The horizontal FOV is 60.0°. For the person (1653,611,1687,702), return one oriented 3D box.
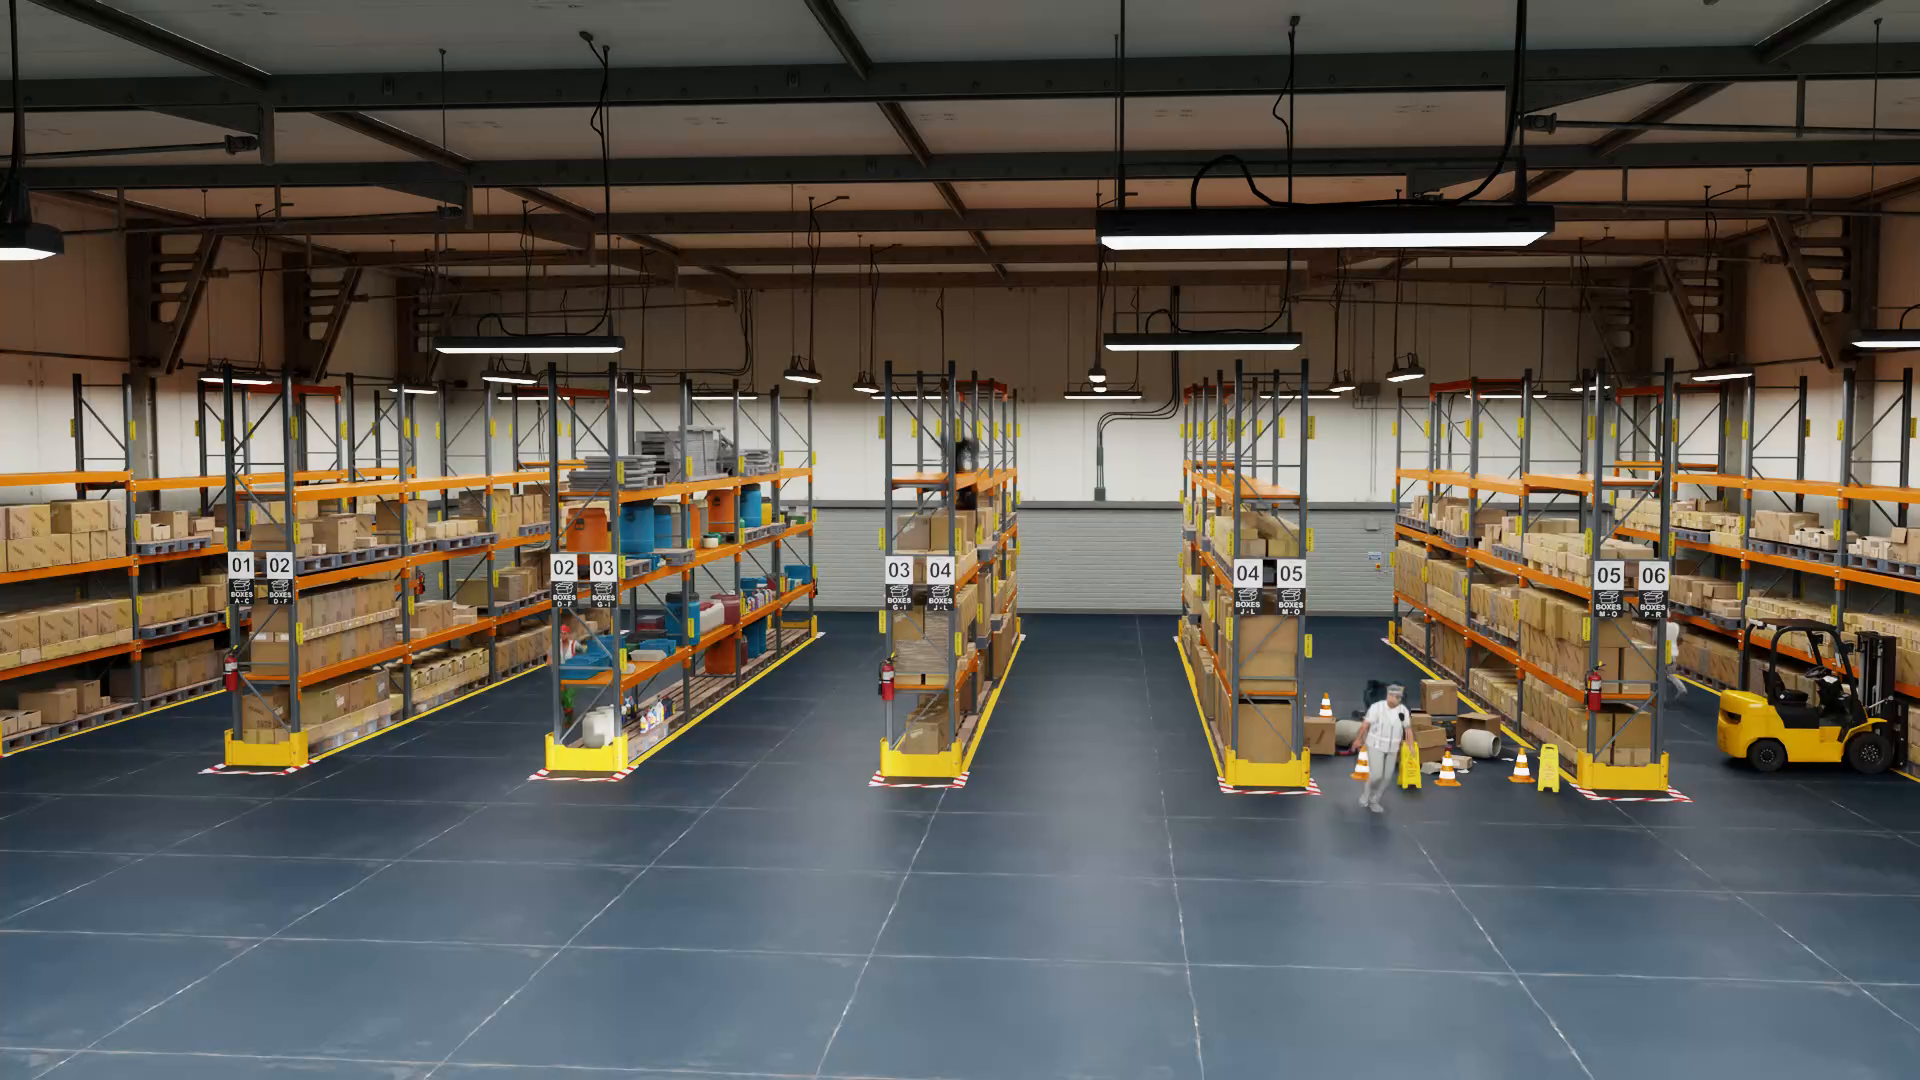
[{"bbox_3d":[13.022,2.136,30.500,0.683,1.732,0.796,-1,4,-13],"label":"person"}]

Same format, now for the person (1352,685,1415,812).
[{"bbox_3d":[5.566,2.727,21.747,0.663,1.708,0.656,-1,4,-15],"label":"person"}]

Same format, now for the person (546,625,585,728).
[{"bbox_3d":[-6.668,2.293,28.197,0.651,1.738,0.791,0,4,2],"label":"person"}]
